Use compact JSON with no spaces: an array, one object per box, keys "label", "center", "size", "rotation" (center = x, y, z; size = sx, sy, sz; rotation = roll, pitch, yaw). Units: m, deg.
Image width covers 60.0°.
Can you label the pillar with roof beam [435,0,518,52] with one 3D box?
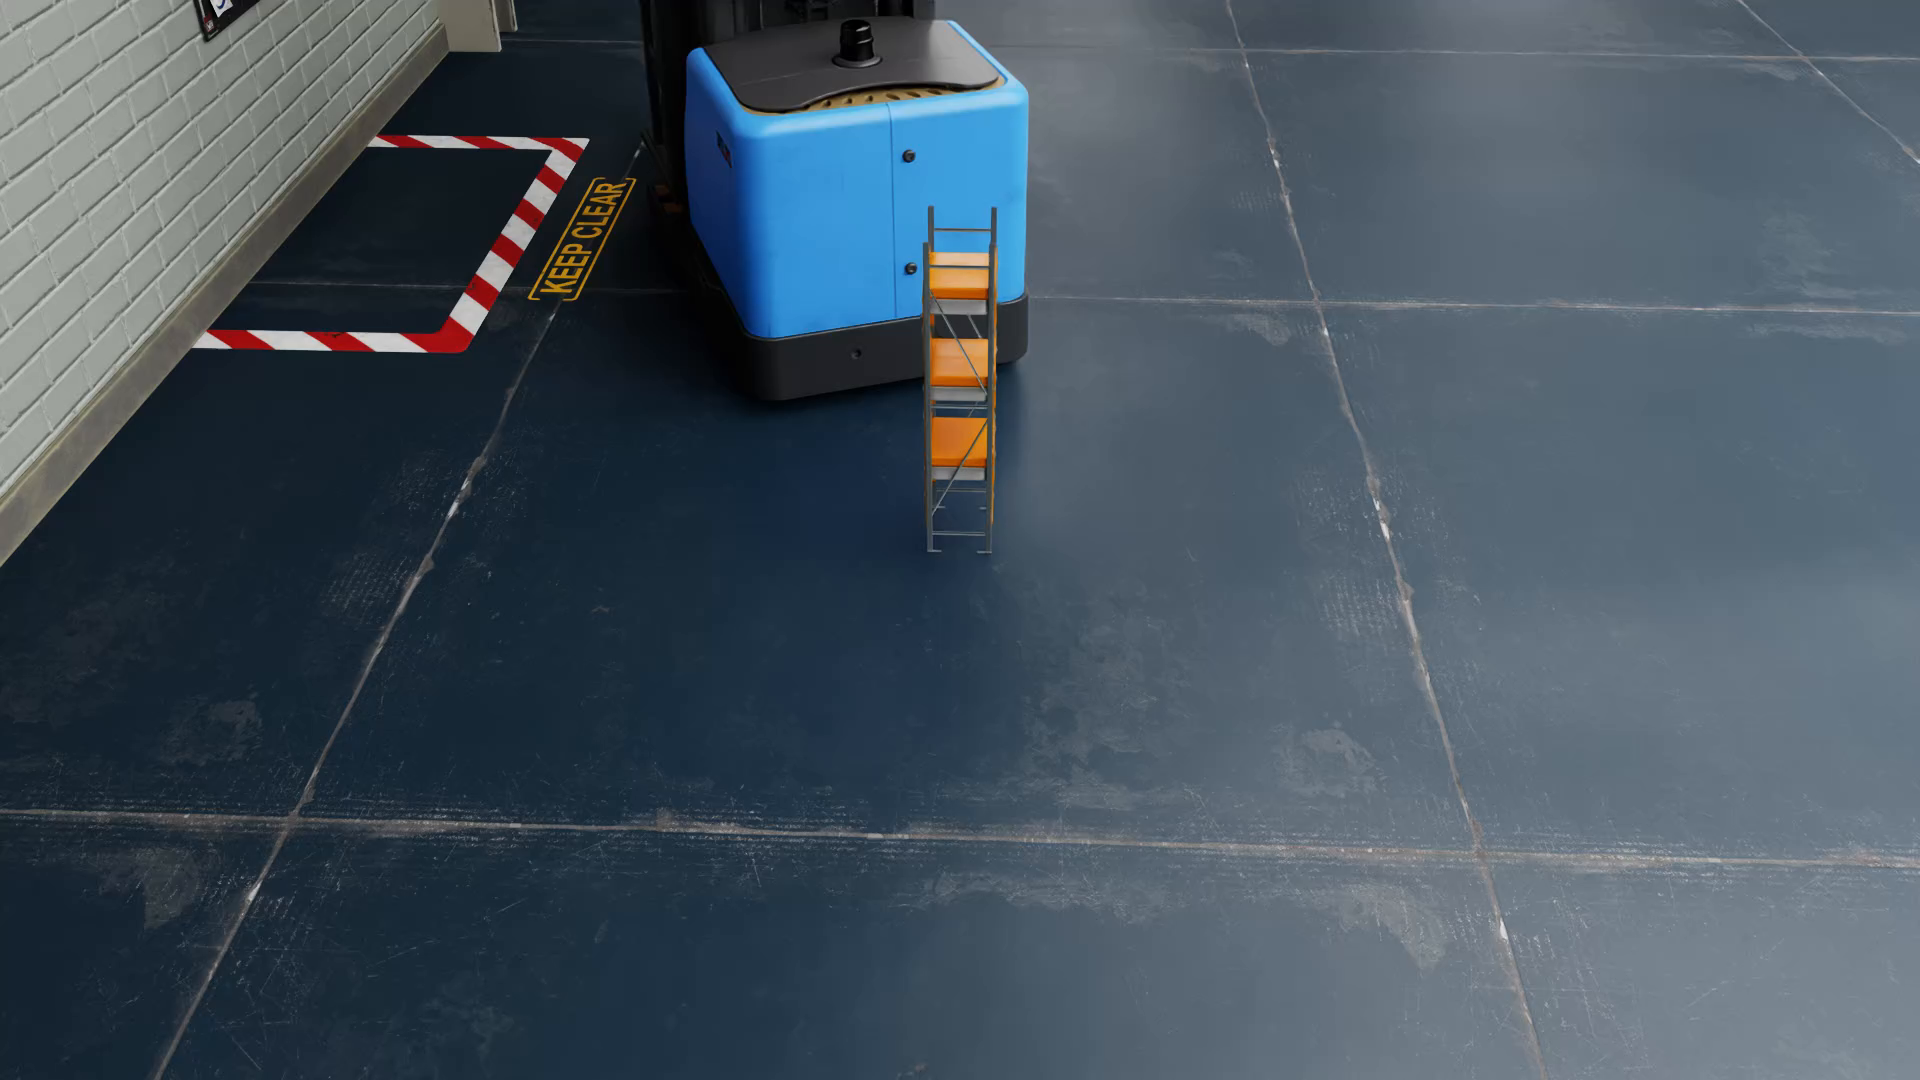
[{"label":"pillar with roof beam","center":[1.656,-6.346,6.453],"size":[9.100,9.000,0.400],"rotation":[1,35,2]}]

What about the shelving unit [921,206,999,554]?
[{"label":"shelving unit","center":[0.002,-0.460,4.992],"size":[0.215,1.050,0.252],"rotation":[1,35,2]}]

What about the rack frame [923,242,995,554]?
[{"label":"rack frame","center":[-0.003,-0.390,4.892],"size":[0.200,1.050,0.008],"rotation":[1,35,2]}]

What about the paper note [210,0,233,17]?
[{"label":"paper note","center":[-2.859,-2.111,6.412],"size":[0.016,0.148,0.142],"rotation":[1,35,2]}]

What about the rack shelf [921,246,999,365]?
[{"label":"rack shelf","center":[0.002,-0.684,4.835],"size":[0.215,0.259,0.240],"rotation":[1,35,2]}]

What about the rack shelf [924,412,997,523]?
[{"label":"rack shelf","center":[0.002,-0.224,5.158],"size":[0.215,0.259,0.240],"rotation":[1,35,2]}]

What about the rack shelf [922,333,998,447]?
[{"label":"rack shelf","center":[0.002,-0.452,4.998],"size":[0.215,0.259,0.240],"rotation":[1,35,2]}]

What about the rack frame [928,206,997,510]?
[{"label":"rack frame","center":[0.007,-0.530,5.092],"size":[0.200,1.050,0.008],"rotation":[1,35,2]}]

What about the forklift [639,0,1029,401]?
[{"label":"forklift","center":[-0.713,-2.530,6.301],"size":[1.130,2.935,3.031],"rotation":[-11,37,-15]}]

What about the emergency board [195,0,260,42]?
[{"label":"emergency board","center":[-2.801,-2.567,6.294],"size":[0.157,1.169,0.626],"rotation":[1,35,2]}]
